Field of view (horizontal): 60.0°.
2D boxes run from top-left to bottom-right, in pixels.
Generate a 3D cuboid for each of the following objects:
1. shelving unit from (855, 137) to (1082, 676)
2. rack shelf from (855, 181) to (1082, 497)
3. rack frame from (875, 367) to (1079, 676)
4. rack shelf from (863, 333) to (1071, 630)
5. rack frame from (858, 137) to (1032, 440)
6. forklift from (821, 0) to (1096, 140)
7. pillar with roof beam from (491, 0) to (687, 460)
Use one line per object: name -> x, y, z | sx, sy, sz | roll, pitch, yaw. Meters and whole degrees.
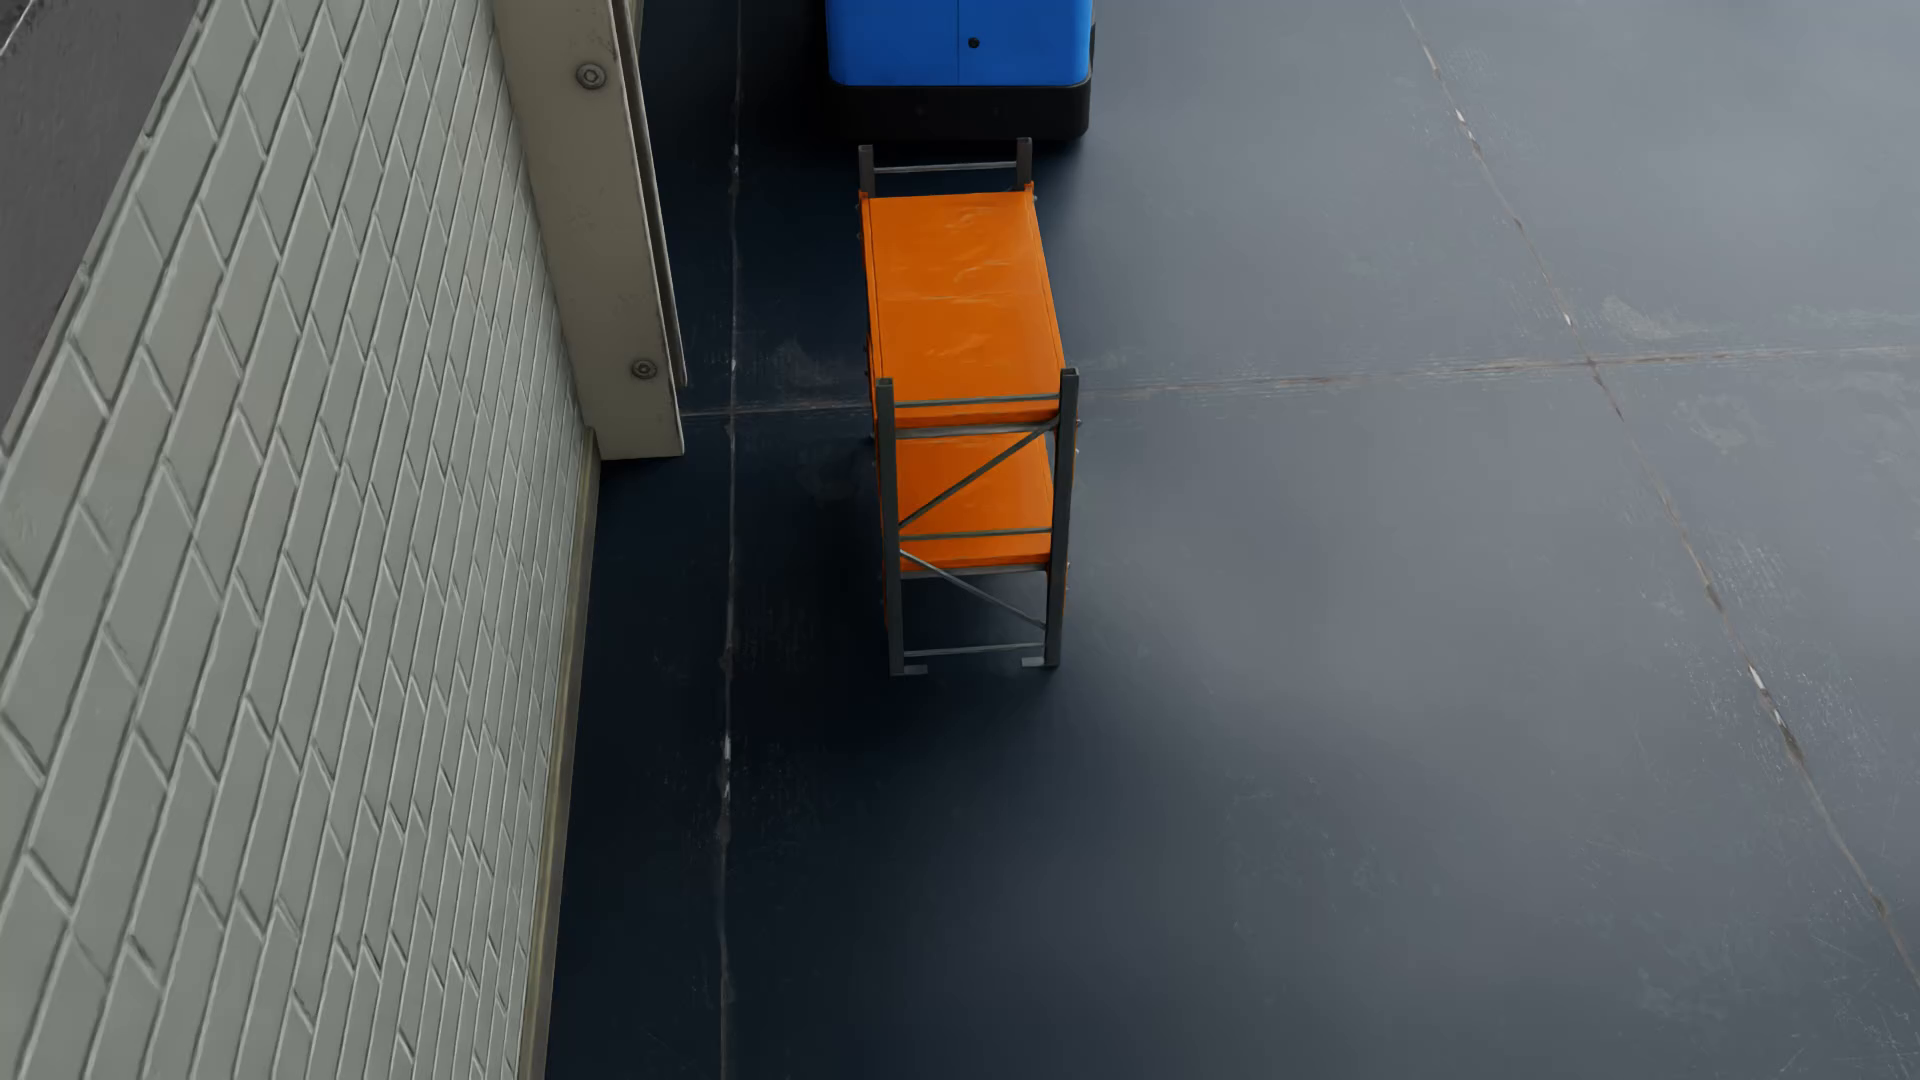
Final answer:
shelving unit -> 0.001, -0.382, 4.837 | 0.538, 1.125, 1.048 | -3, 47, -3
rack shelf -> 0.001, -0.583, 4.624 | 0.538, 0.278, 1.000 | -3, 47, -3
rack frame -> 0.043, -0.014, 4.489 | 0.500, 1.125, 0.032 | -3, 47, -3
rack shelf -> 0.001, -0.214, 5.014 | 0.538, 0.278, 1.000 | -3, 47, -3
rack frame -> -0.042, -0.750, 5.185 | 0.500, 1.125, 0.032 | -3, 47, -3
forklift -> -0.009, -3.660, 6.698 | 1.130, 2.935, 3.031 | 0, 47, 0
pillar with roof beam -> 3.203, -3.771, 2.624 | 9.100, 9.000, 0.400 | -3, 47, -3
